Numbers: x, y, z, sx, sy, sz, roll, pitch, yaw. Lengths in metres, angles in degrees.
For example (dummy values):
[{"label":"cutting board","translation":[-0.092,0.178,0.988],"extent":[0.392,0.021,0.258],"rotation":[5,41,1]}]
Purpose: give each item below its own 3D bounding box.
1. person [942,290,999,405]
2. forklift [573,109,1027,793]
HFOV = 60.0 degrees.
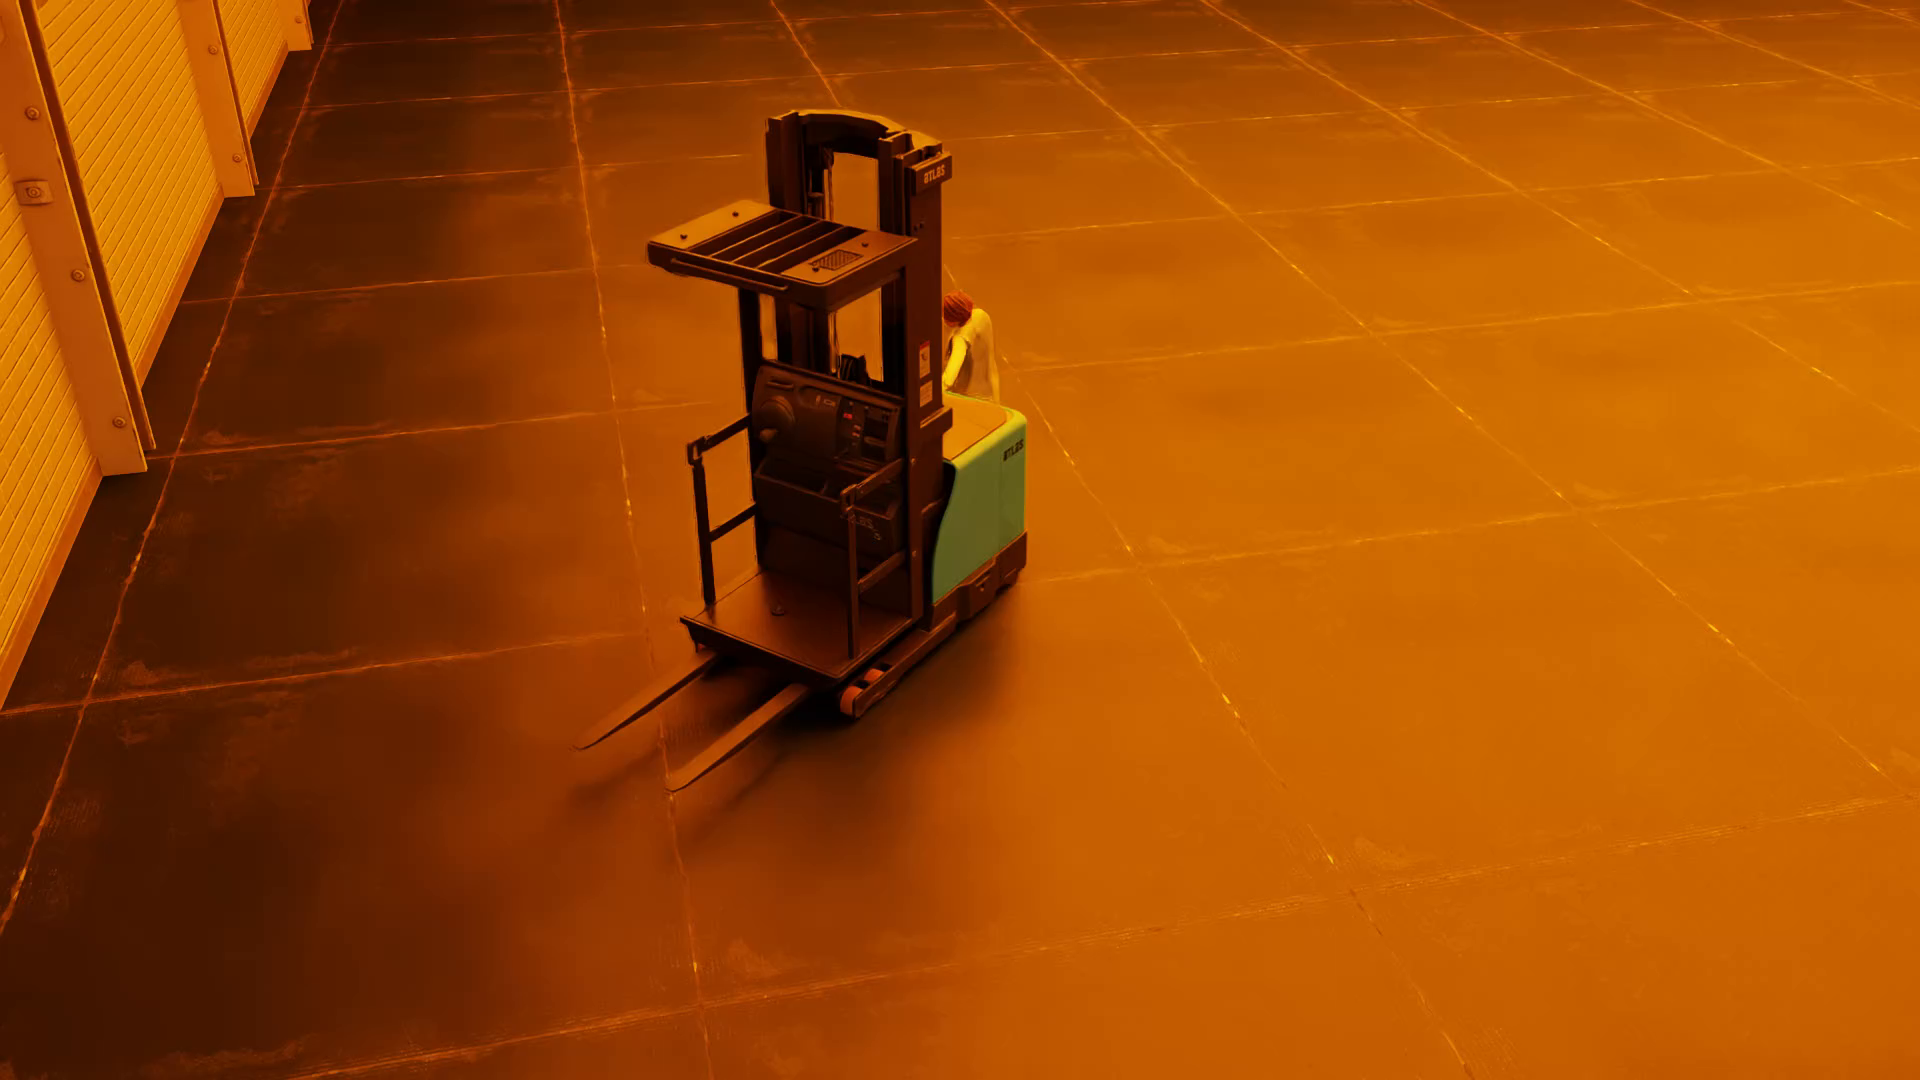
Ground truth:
[{"label":"person","translation":[-0.035,-0.975,10.908],"extent":[0.632,1.365,0.867],"rotation":[-8,31,-14]},{"label":"forklift","translation":[-0.824,-0.593,8.599],"extent":[1.130,2.935,3.031],"rotation":[18,35,28]}]
